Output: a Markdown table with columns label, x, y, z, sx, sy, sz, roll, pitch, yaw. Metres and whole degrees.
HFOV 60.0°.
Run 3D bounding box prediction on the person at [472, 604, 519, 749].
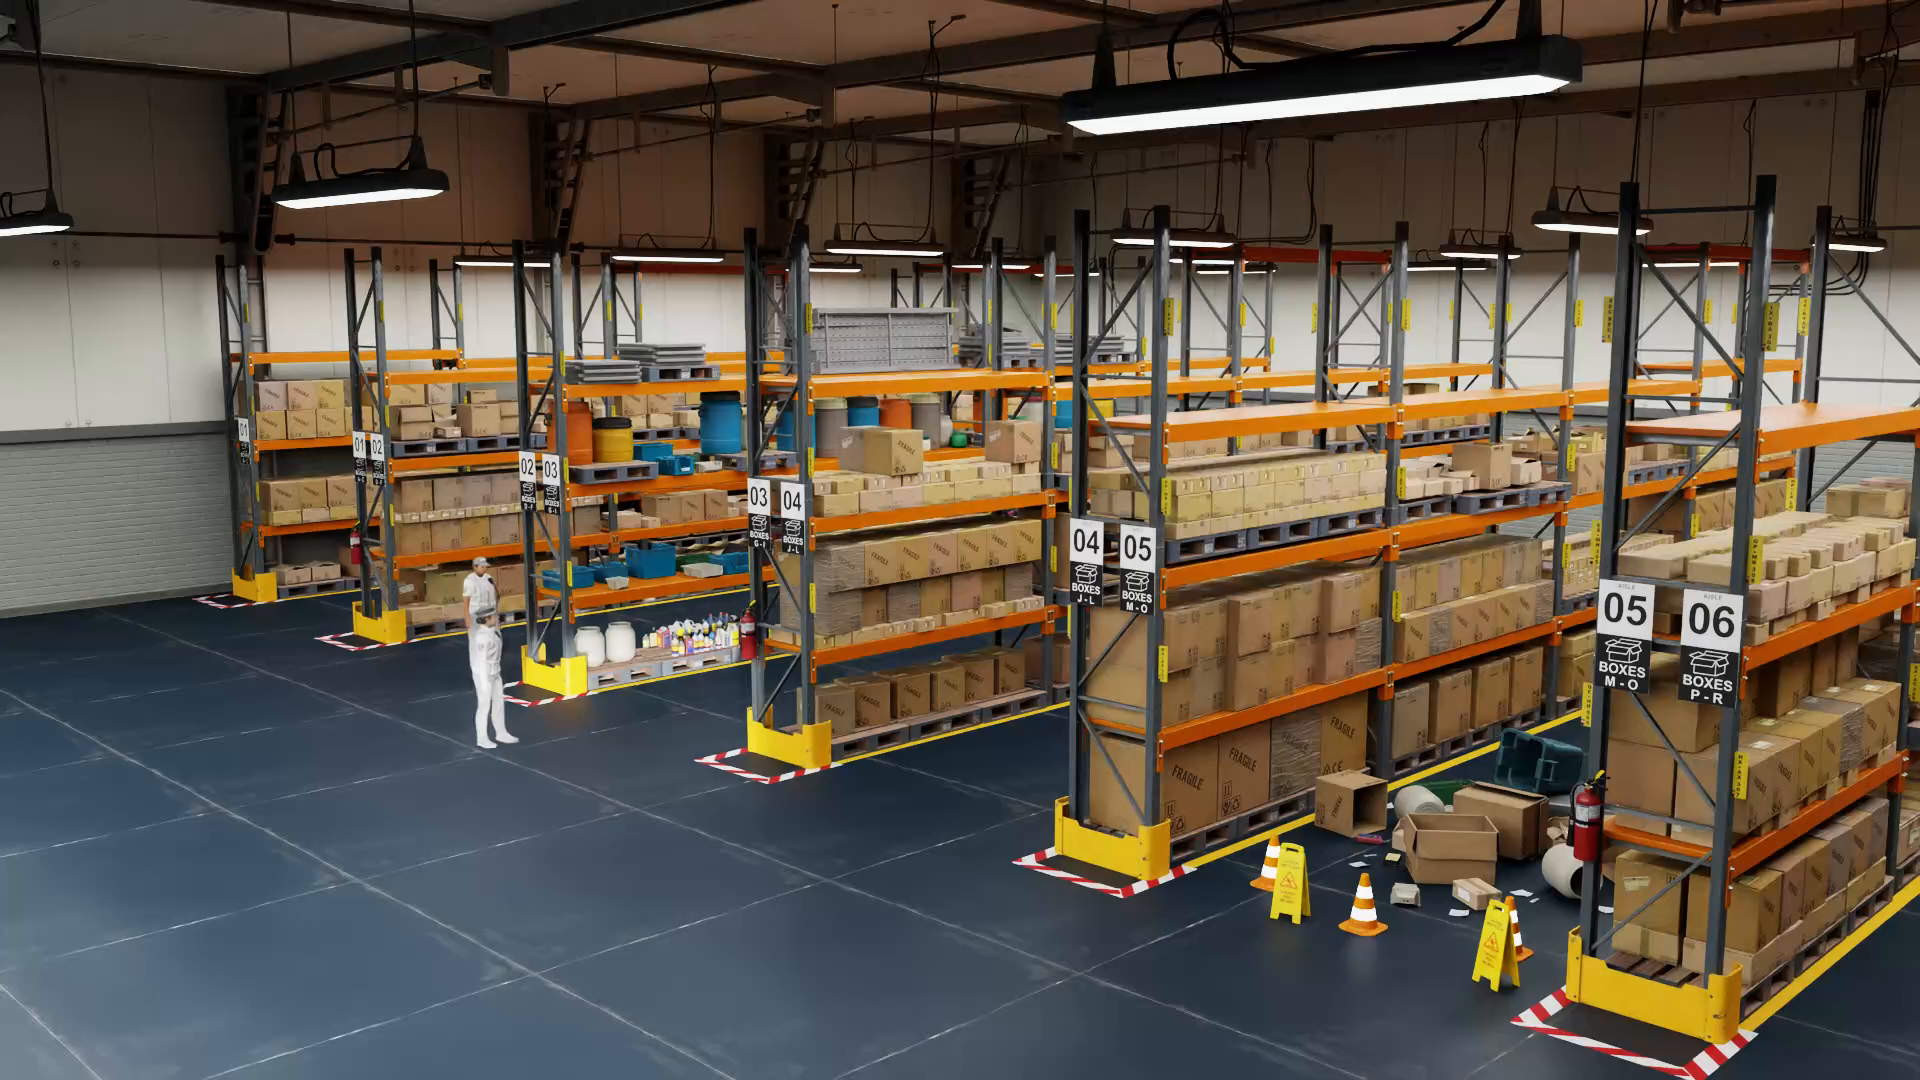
| label | x | y | z | sx | sy | sz | roll | pitch | yaw |
| --- | --- | --- | --- | --- | --- | --- | --- | --- | --- |
| person | -5.479 | 1.600 | 19.483 | 0.447 | 1.702 | 0.553 | 1 | 8 | 4 |

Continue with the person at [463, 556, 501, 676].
| label | x | y | z | sx | sy | sz | roll | pitch | yaw |
| --- | --- | --- | --- | --- | --- | --- | --- | --- | --- |
| person | -6.718 | 1.096 | 23.288 | 0.397 | 1.747 | 0.517 | 7 | 11 | 41 |

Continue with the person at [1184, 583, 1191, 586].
| label | x | y | z | sx | sy | sz | roll | pitch | yaw |
| --- | --- | --- | --- | --- | --- | --- | --- | --- | --- |
| person | 2.991 | 1.186 | 21.851 | 0.482 | 1.791 | 0.621 | 3 | 9 | 19 |
